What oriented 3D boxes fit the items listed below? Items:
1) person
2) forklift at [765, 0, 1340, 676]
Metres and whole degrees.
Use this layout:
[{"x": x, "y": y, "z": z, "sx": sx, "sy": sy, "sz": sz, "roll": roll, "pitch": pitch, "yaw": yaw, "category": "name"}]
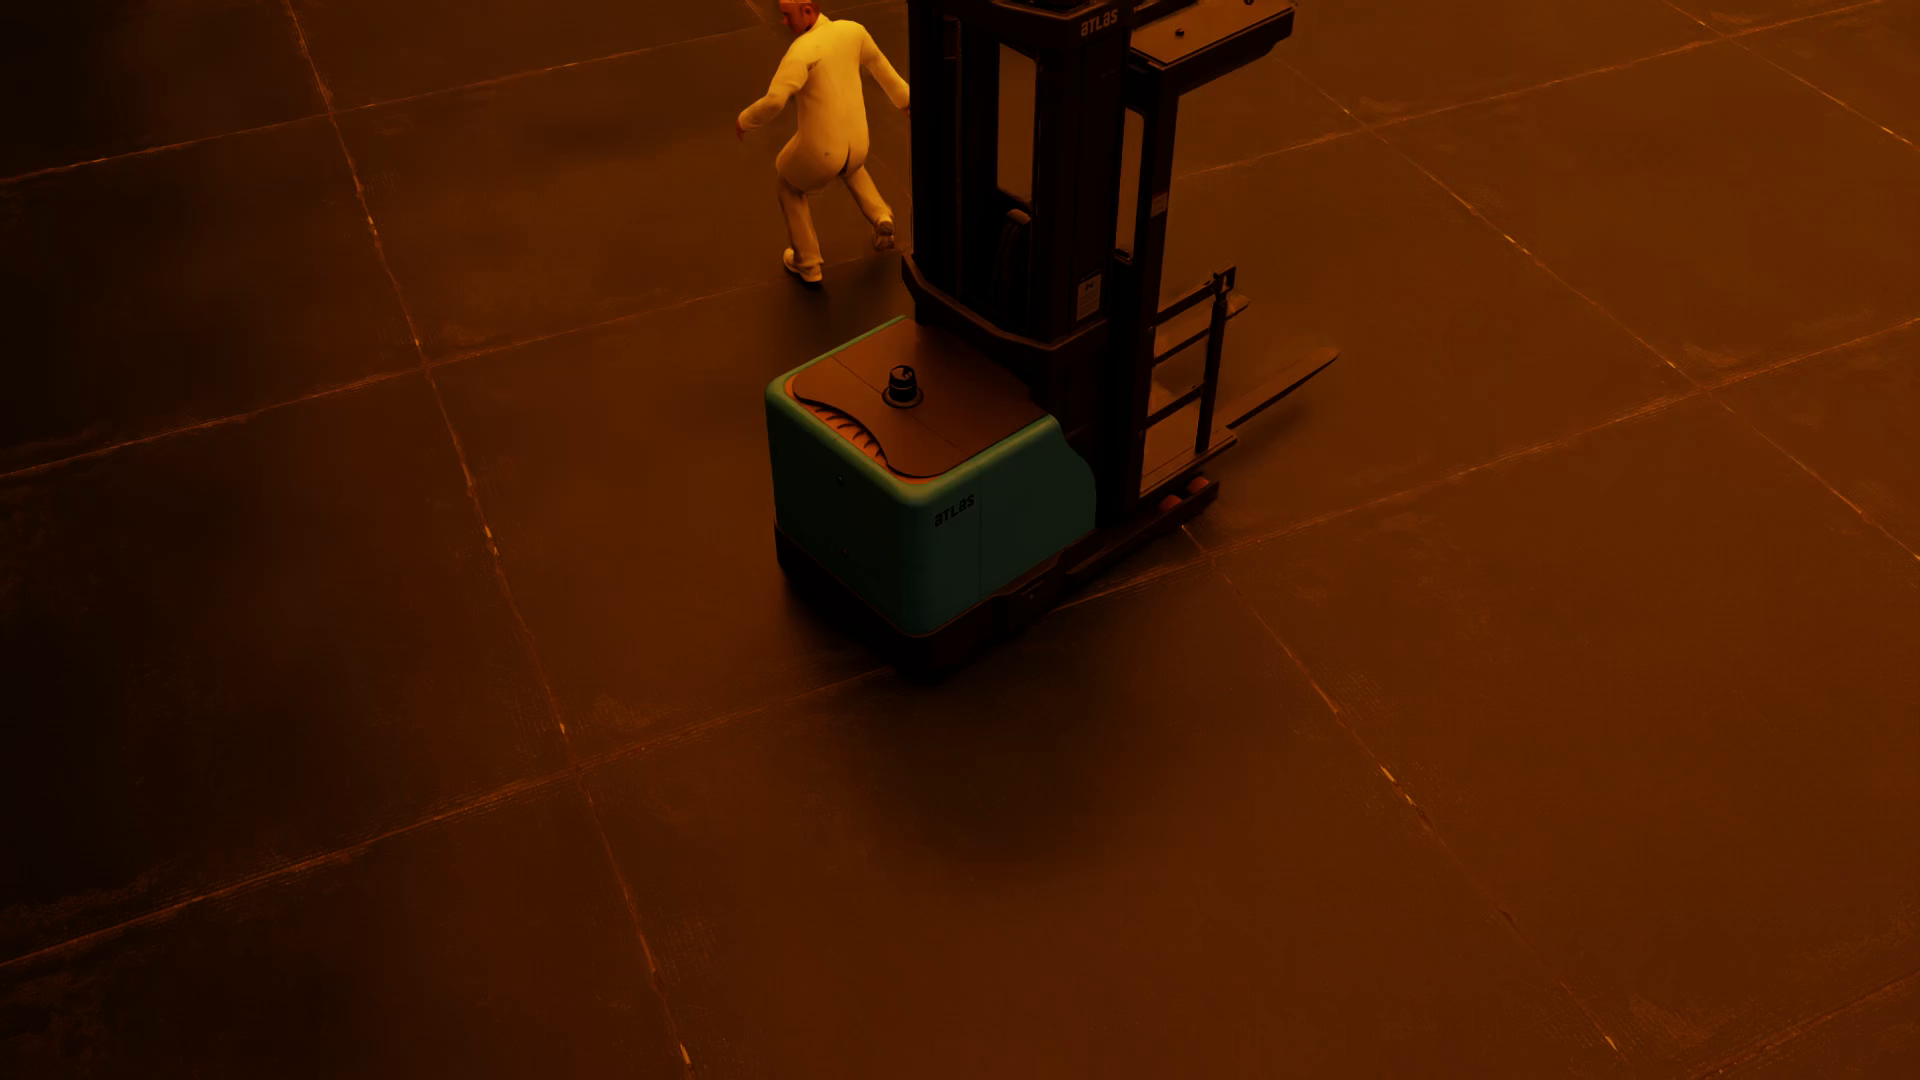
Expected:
[{"x": -0.691, "y": -2.228, "z": 9.105, "sx": 1.057, "sy": 1.670, "sz": 0.513, "roll": -30, "pitch": 51, "yaw": -28, "category": "person"}, {"x": 0.601, "y": -1.361, "z": 7.138, "sx": 3.031, "sy": 2.935, "sz": 1.130, "roll": -31, "pitch": 51, "yaw": -29, "category": "forklift"}]
